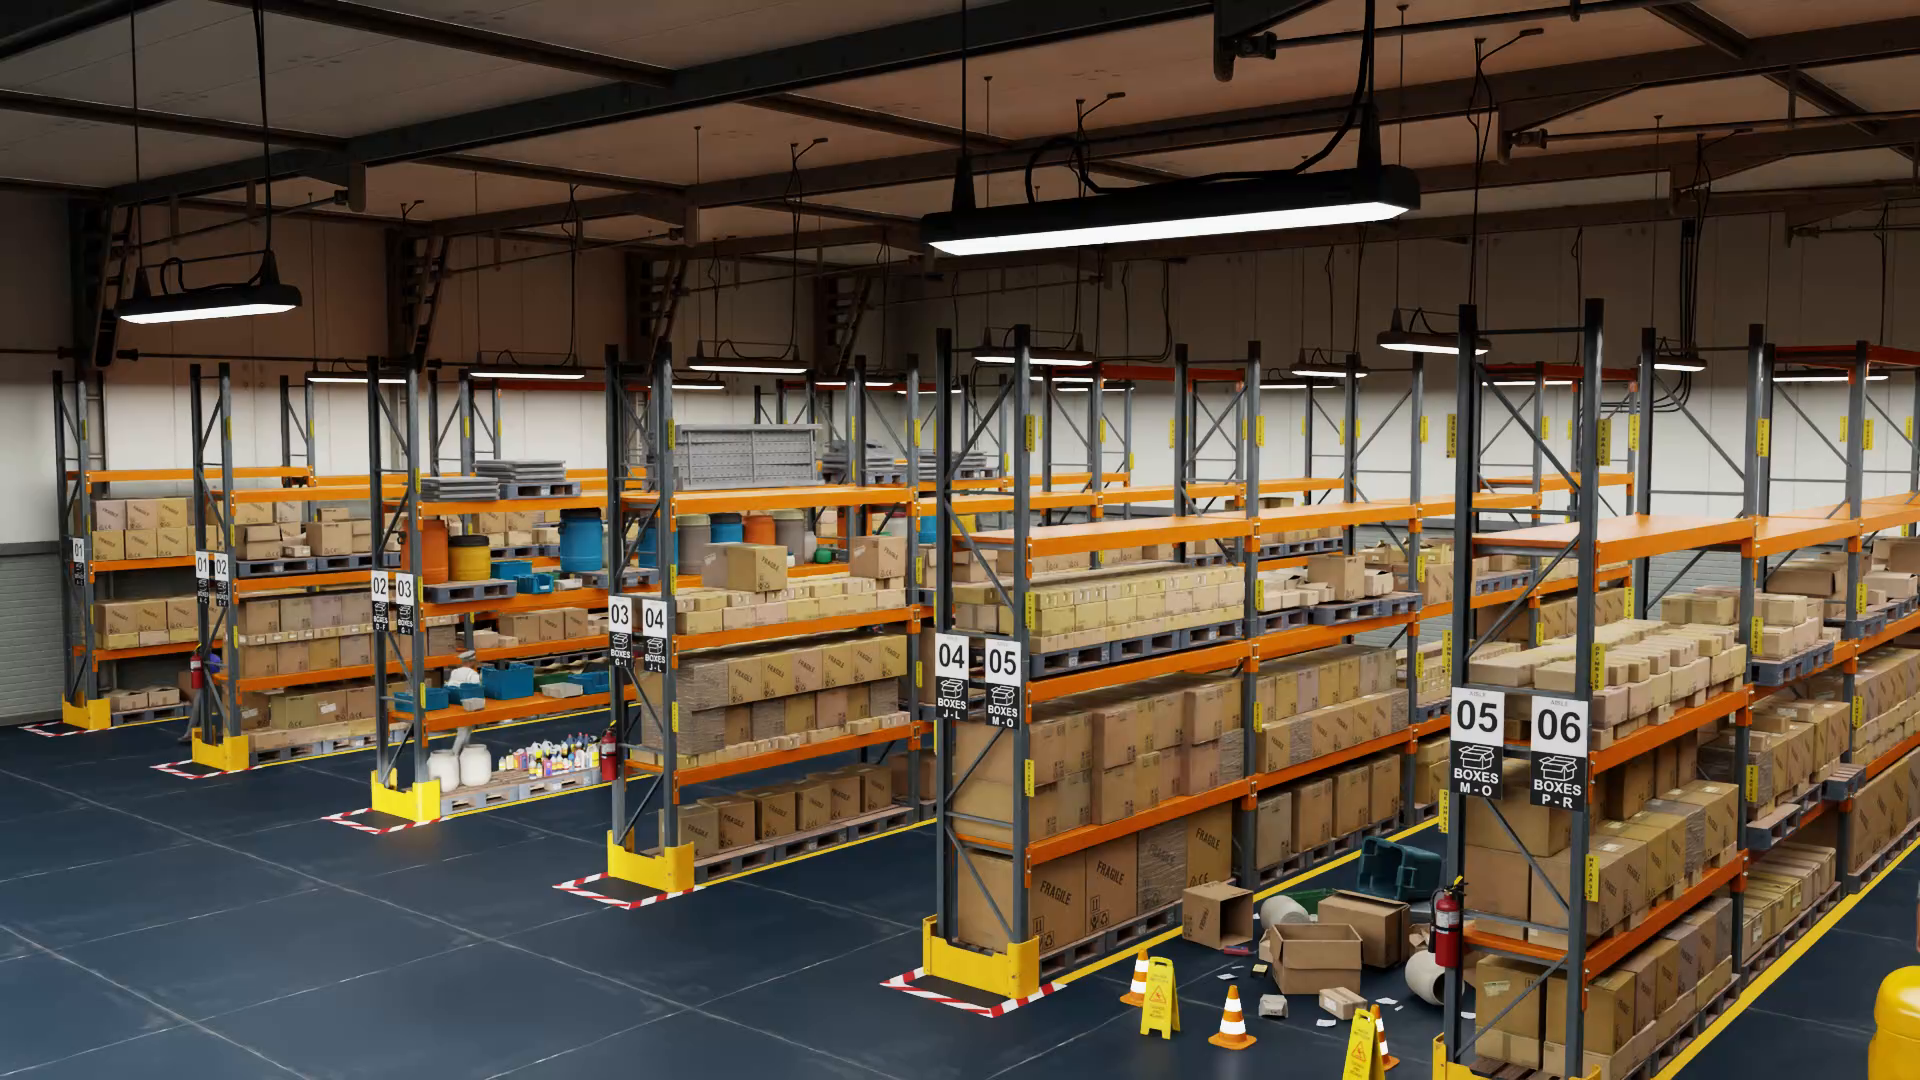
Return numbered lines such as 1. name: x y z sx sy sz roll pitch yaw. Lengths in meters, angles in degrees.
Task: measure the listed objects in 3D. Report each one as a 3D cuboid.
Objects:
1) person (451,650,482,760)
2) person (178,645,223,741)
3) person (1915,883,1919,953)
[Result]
1. person: -7.267 2.524 24.627 0.582 1.782 0.786 3 5 31
2. person: -12.161 2.421 26.801 0.503 1.572 1.004 0 4 0
3. person: 8.186 3.342 13.782 0.487 1.671 0.518 4 6 44
